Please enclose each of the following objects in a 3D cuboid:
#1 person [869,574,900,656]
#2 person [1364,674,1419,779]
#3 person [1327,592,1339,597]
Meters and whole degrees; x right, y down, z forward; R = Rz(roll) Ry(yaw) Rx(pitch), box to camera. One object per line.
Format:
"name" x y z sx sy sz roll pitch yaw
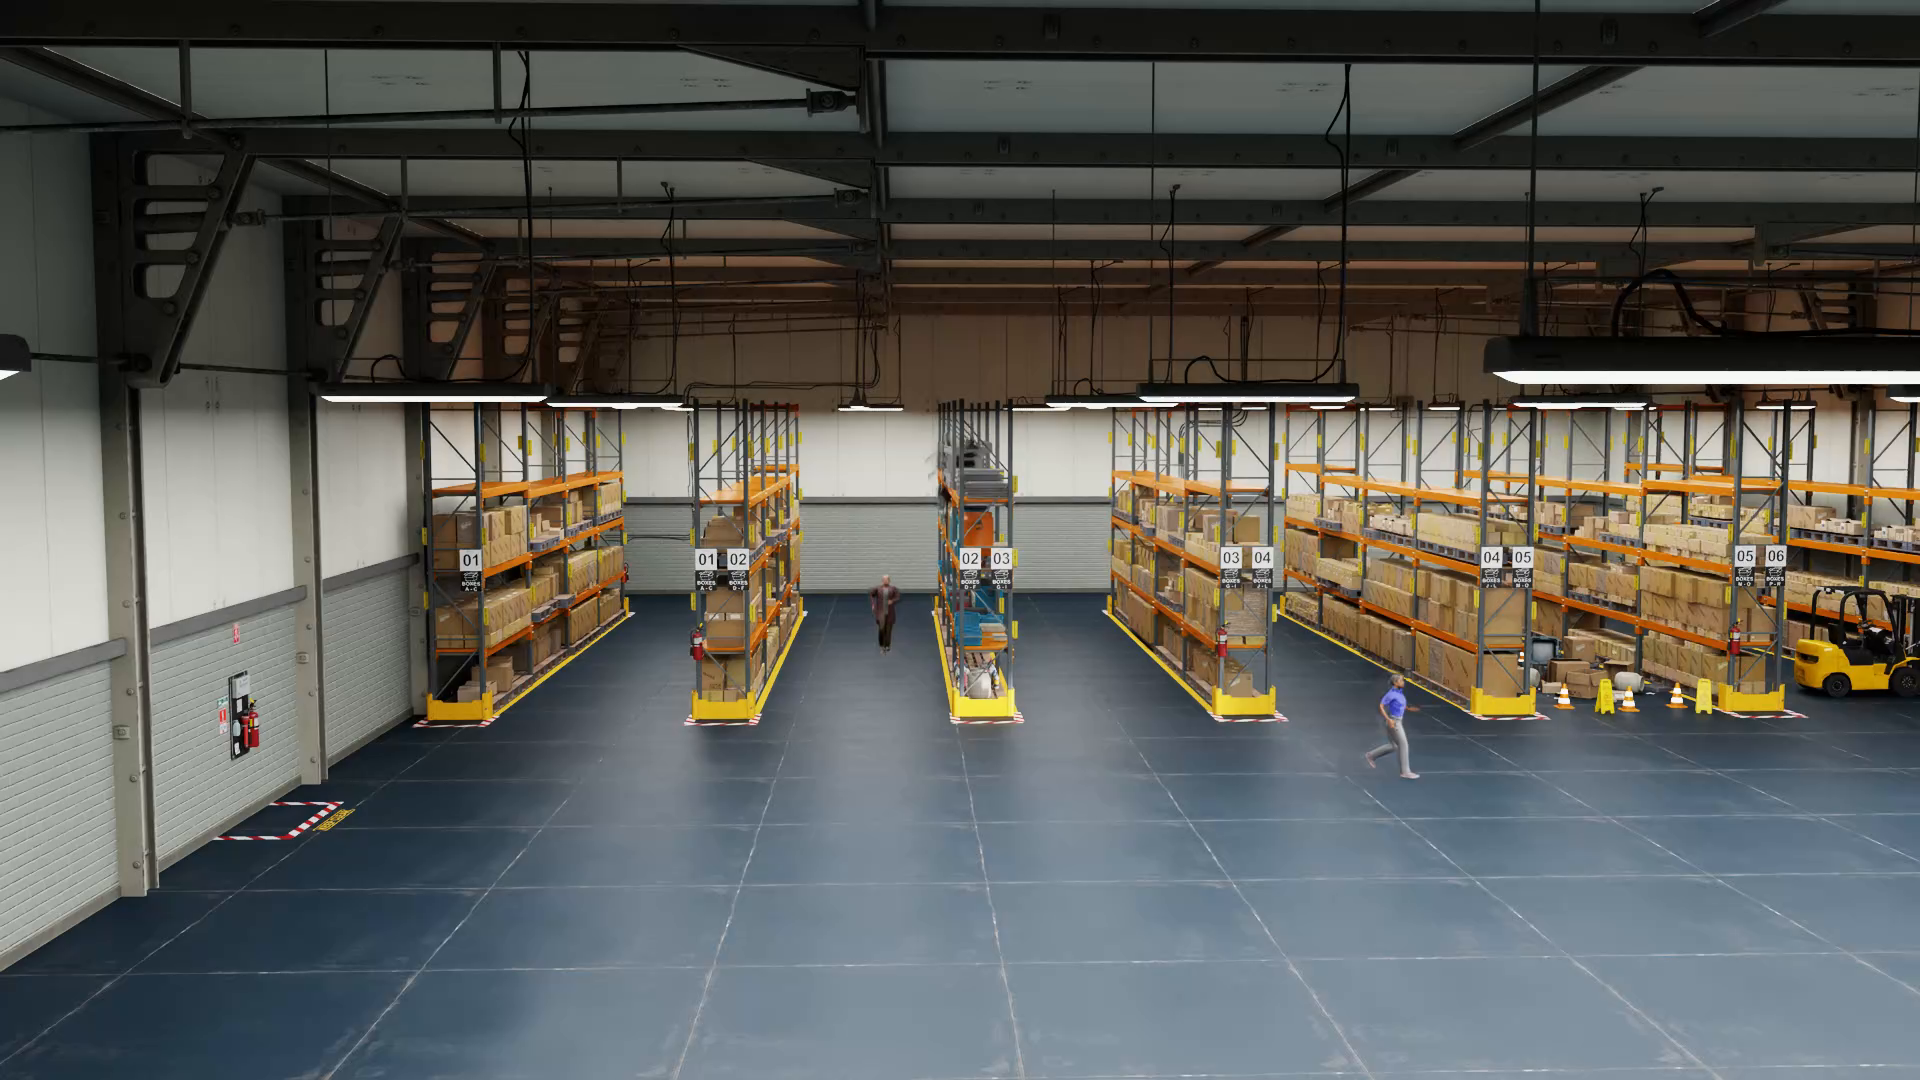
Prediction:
"person" -1.691 1.703 37.733 0.683 1.837 0.727 -1 4 -7
"person" 6.788 2.906 26.125 0.865 1.635 0.578 2 5 24
"person" 11.050 1.109 49.286 0.680 1.800 0.639 -1 4 -14
